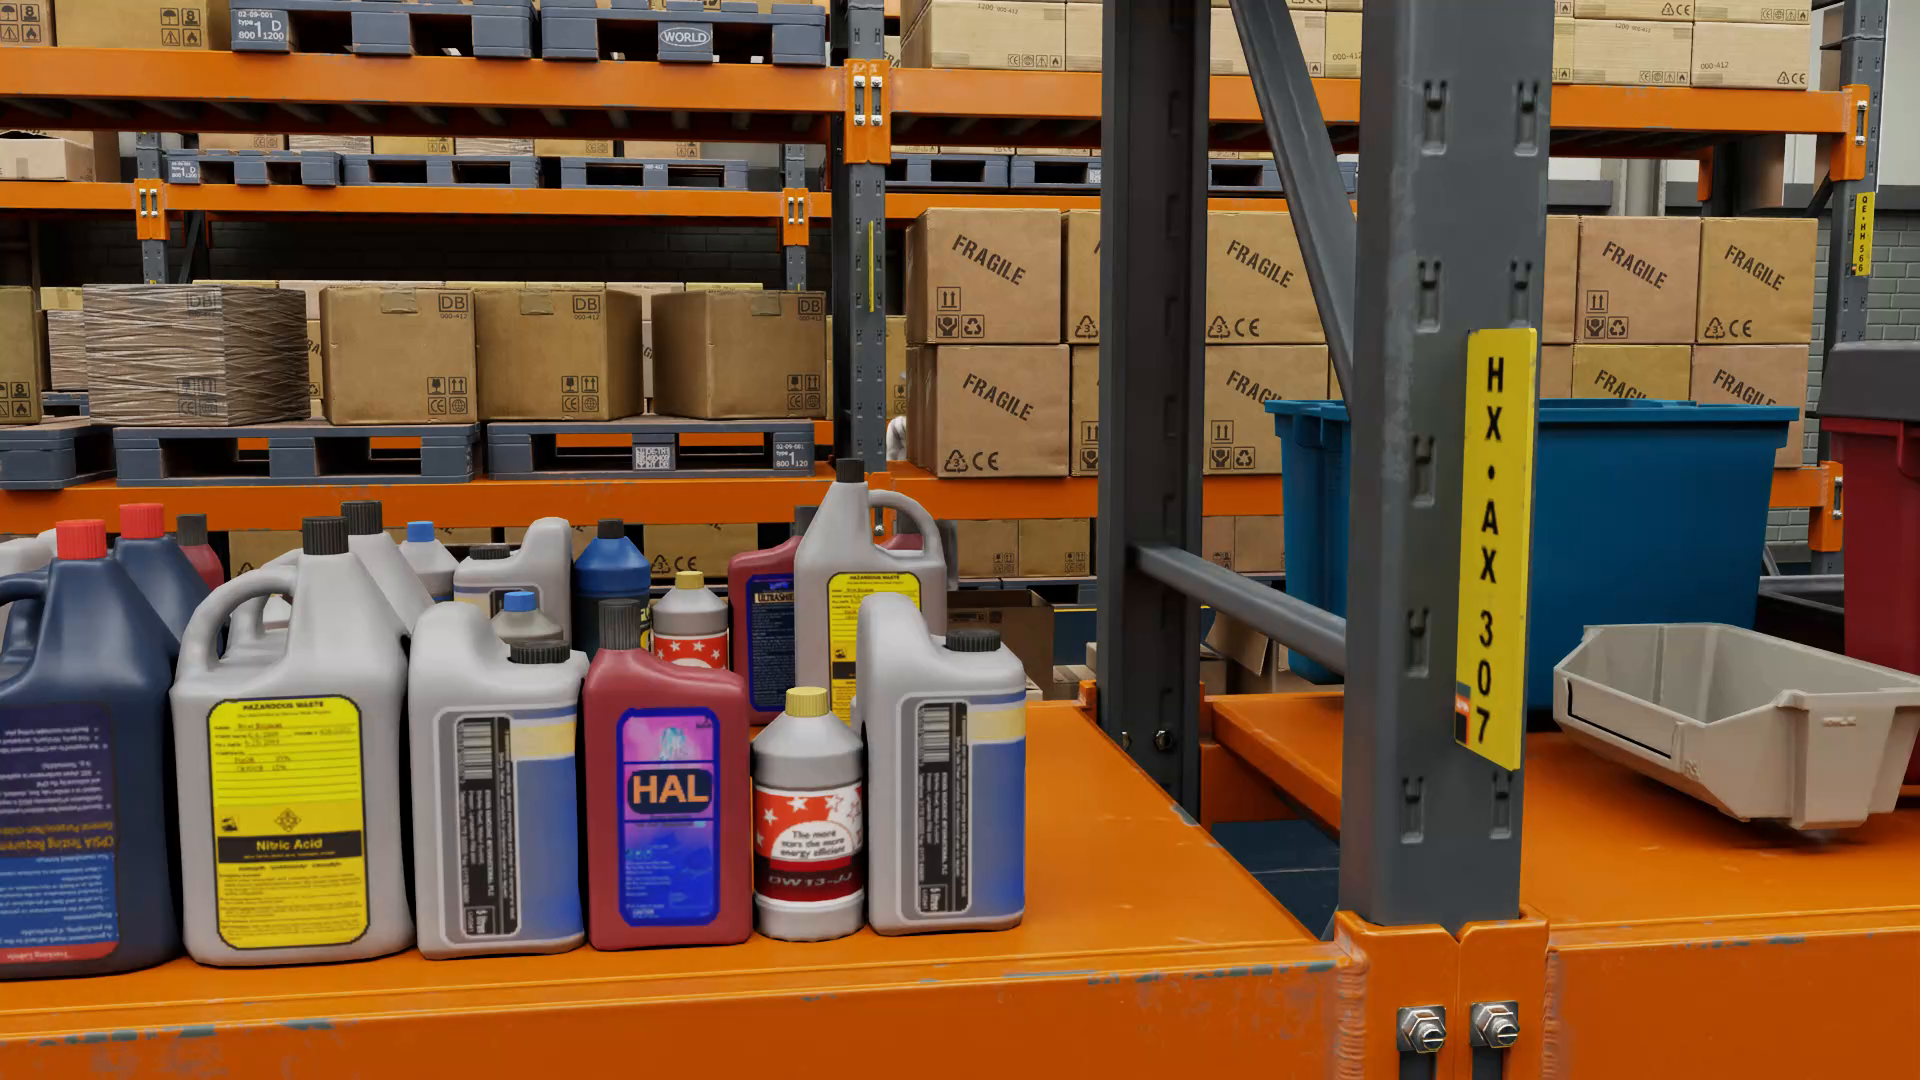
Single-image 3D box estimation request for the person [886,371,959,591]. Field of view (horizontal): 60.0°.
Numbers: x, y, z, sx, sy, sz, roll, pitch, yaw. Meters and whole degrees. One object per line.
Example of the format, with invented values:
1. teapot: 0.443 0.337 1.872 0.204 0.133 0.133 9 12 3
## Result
1. person: -0.202 -0.126 9.353 0.505 1.677 0.360 -1 7 -10
